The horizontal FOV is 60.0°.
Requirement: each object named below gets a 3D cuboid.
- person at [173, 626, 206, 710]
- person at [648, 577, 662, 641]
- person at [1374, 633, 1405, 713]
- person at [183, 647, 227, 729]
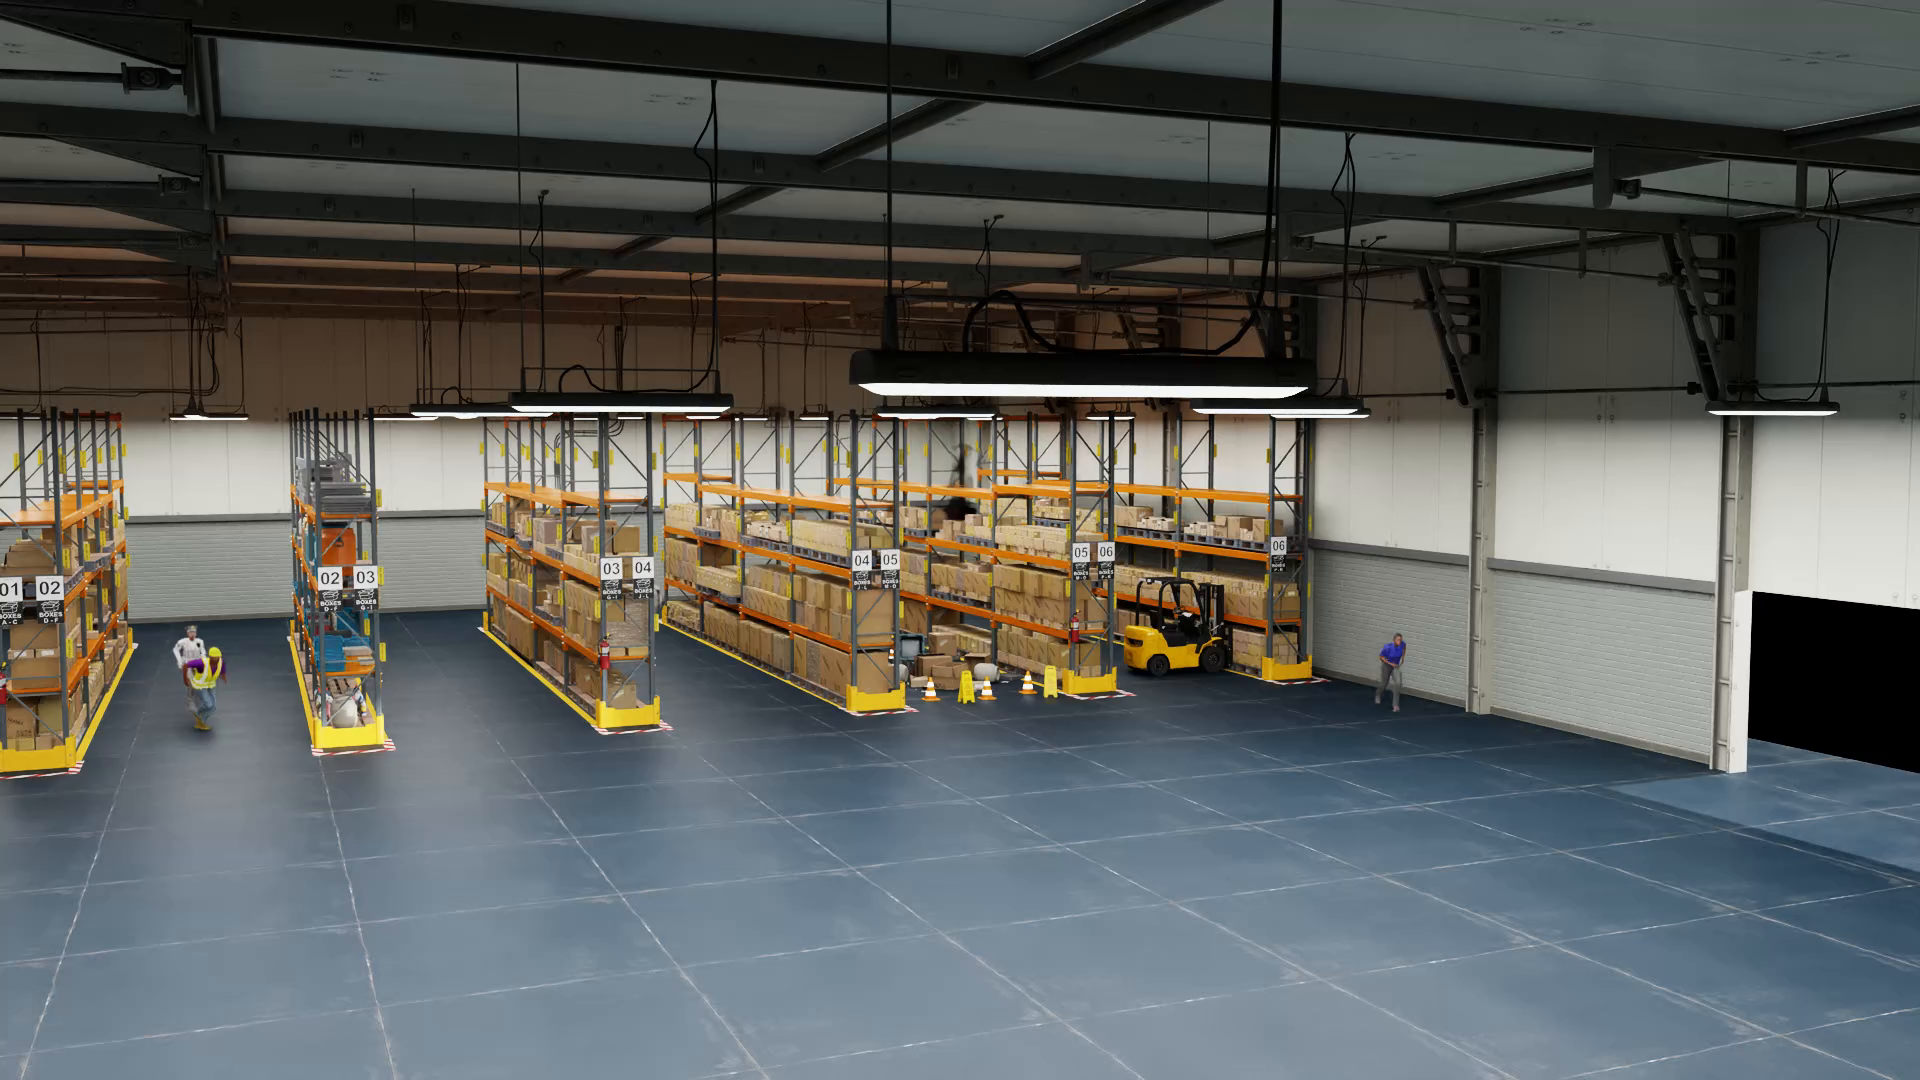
[{"bbox_3d":[-15.448,2.567,33.416,0.546,1.734,0.833,-4,6,-44],"label":"person"},{"bbox_3d":[-8.192,1.803,44.137,0.639,1.686,0.922,-2,4,-26],"label":"person"},{"bbox_3d":[8.619,2.626,33.401,0.617,1.616,0.966,-1,4,-15],"label":"person"},{"bbox_3d":[-14.014,2.769,30.898,0.839,1.578,0.735,3,5,34],"label":"person"}]
